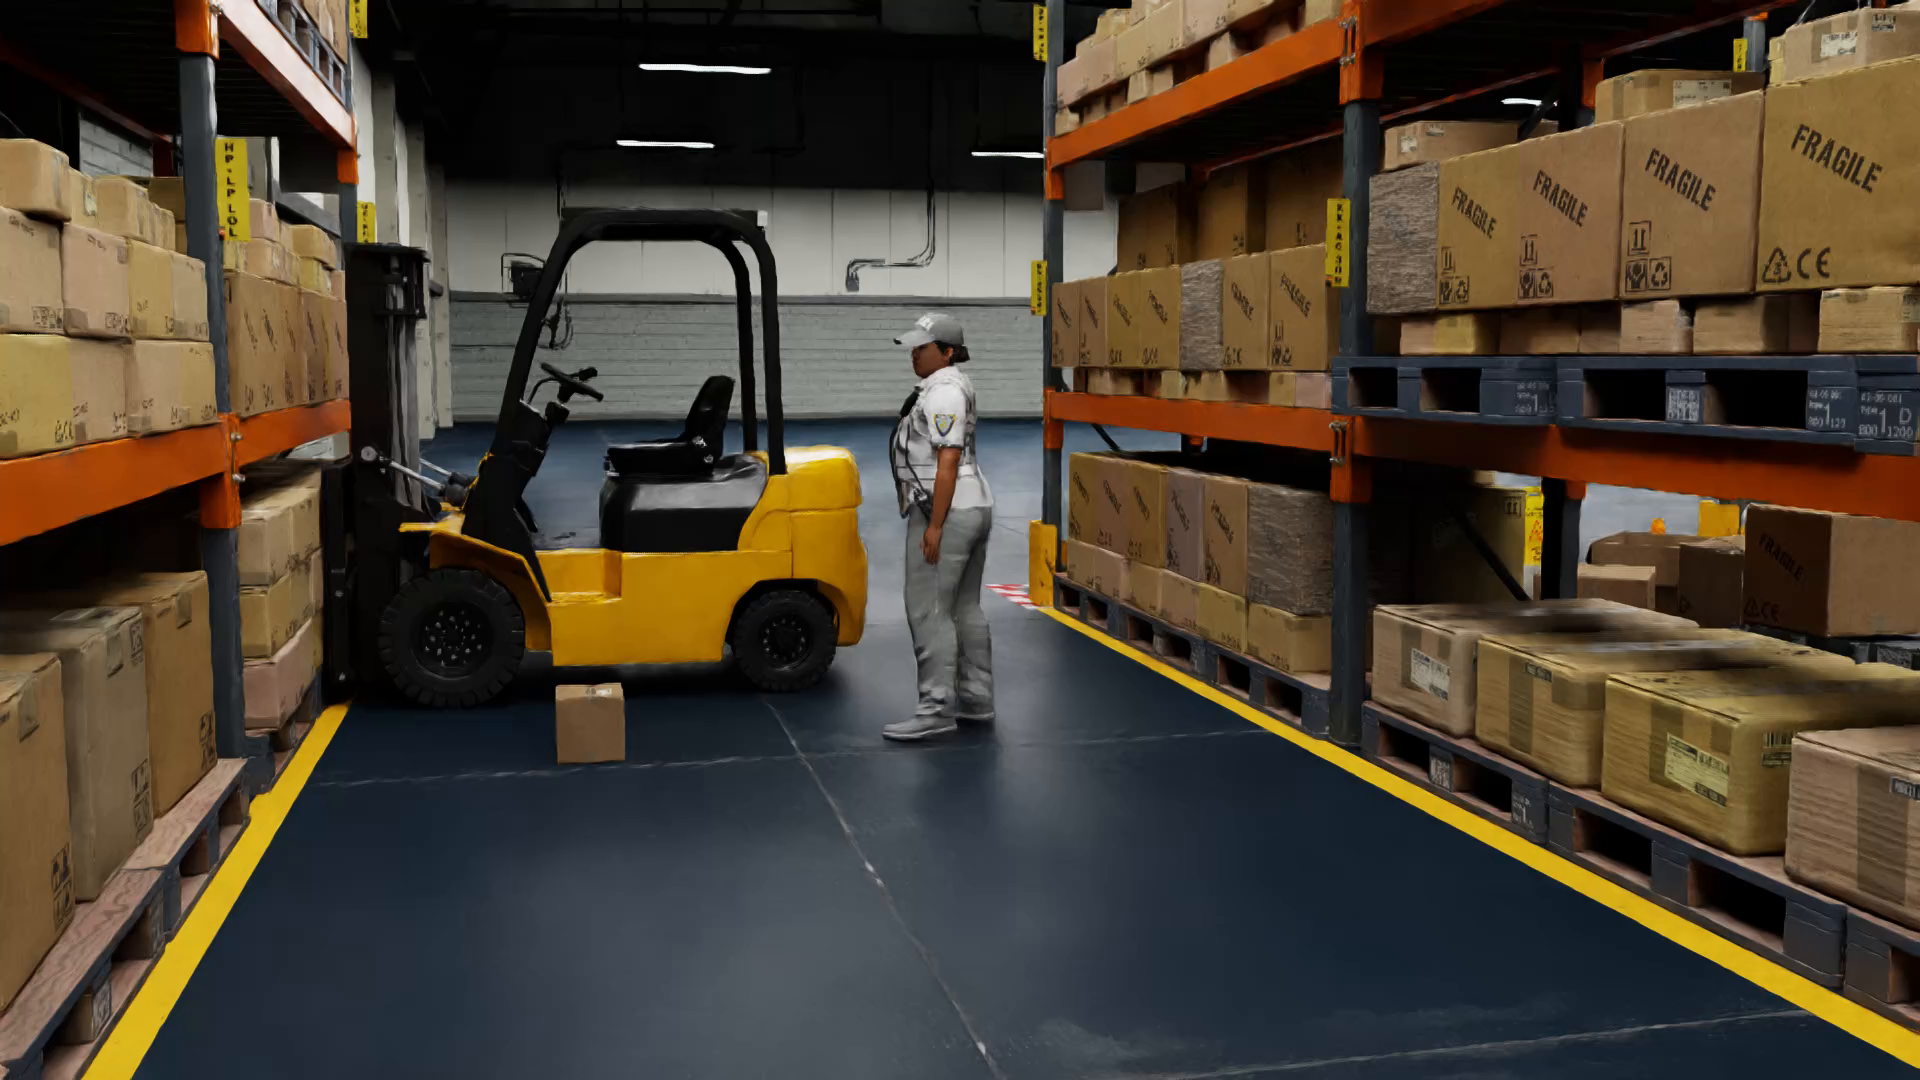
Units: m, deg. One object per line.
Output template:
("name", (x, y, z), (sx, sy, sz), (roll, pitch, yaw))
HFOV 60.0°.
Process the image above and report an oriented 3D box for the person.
("person", (-0.072, -0.068, 6.669), (0.410, 1.675, 0.526), (1, 6, 10))
